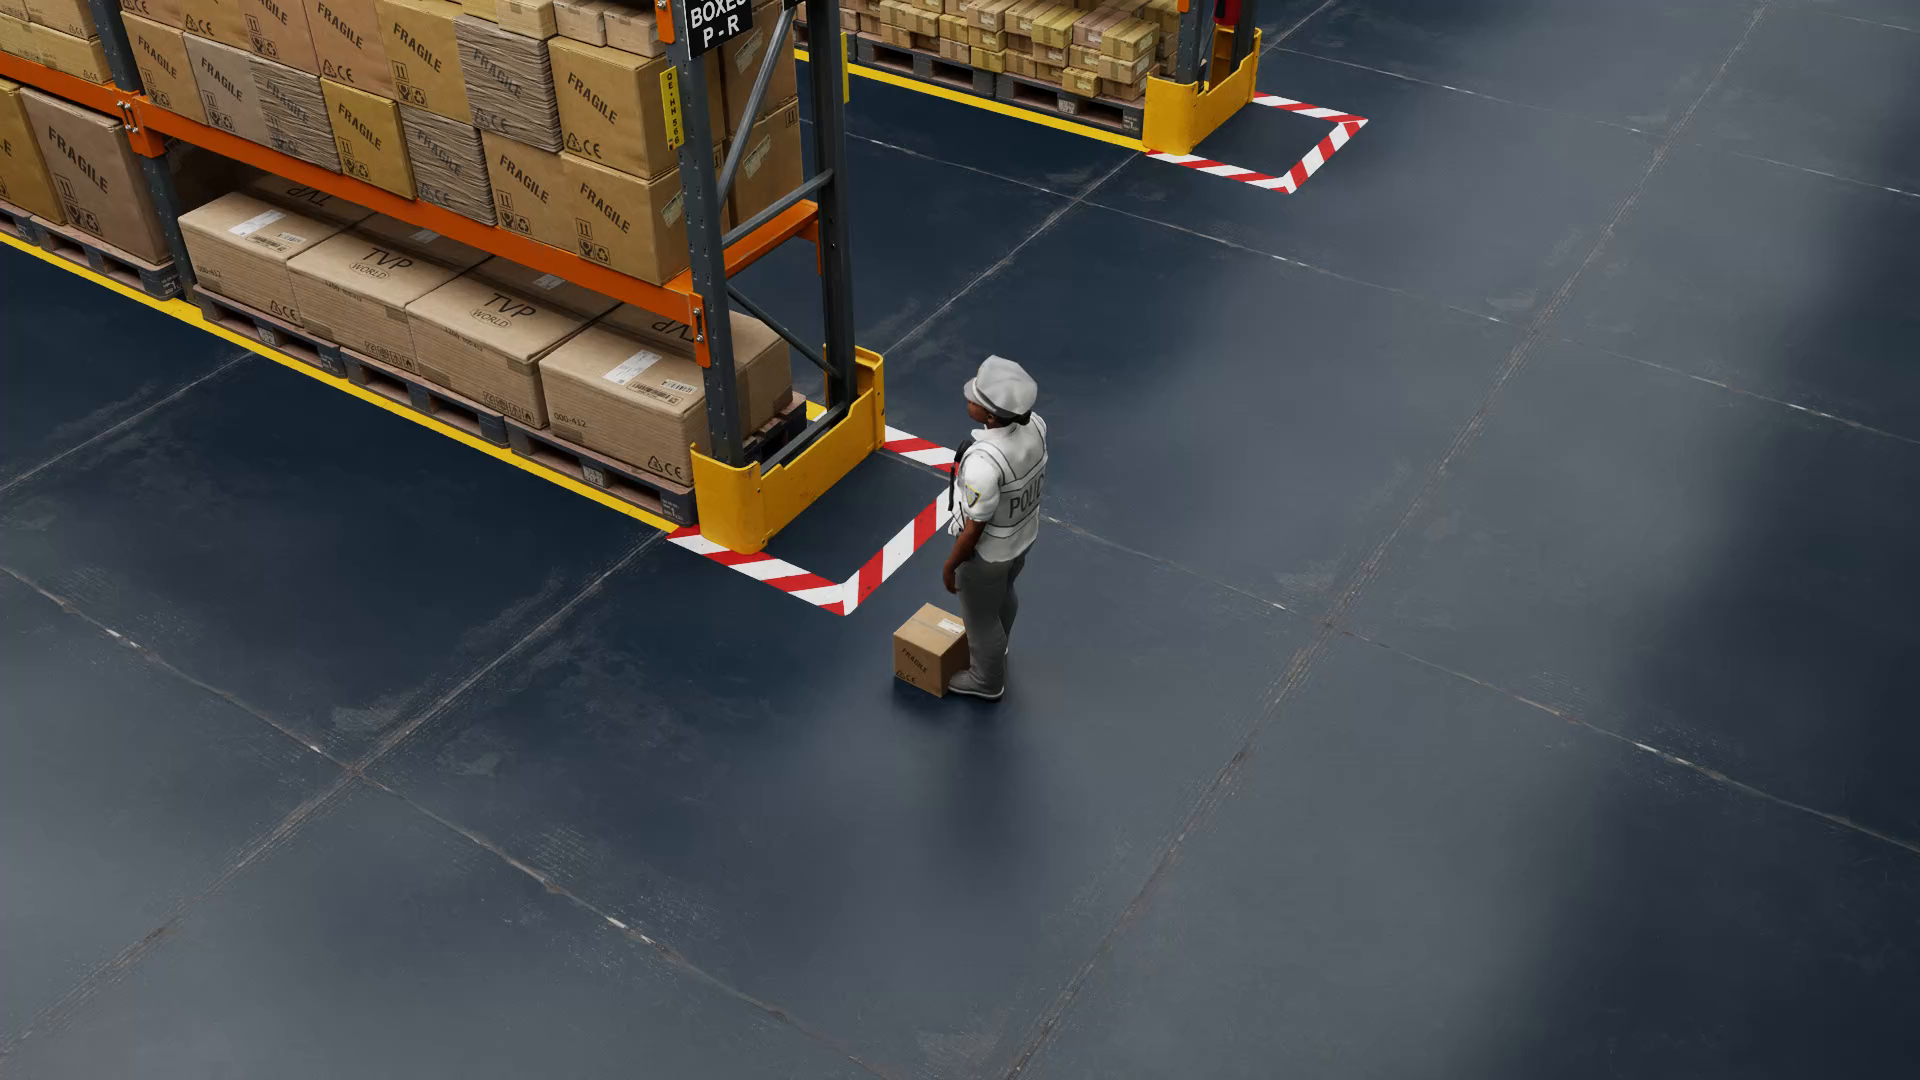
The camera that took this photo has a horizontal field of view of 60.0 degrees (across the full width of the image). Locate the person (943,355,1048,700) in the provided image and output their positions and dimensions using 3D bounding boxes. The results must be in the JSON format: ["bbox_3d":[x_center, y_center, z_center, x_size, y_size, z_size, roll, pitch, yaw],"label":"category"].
[{"bbox_3d":[0.078,-0.042,6.692,0.529,1.693,0.570,22,43,25],"label":"person"}]
